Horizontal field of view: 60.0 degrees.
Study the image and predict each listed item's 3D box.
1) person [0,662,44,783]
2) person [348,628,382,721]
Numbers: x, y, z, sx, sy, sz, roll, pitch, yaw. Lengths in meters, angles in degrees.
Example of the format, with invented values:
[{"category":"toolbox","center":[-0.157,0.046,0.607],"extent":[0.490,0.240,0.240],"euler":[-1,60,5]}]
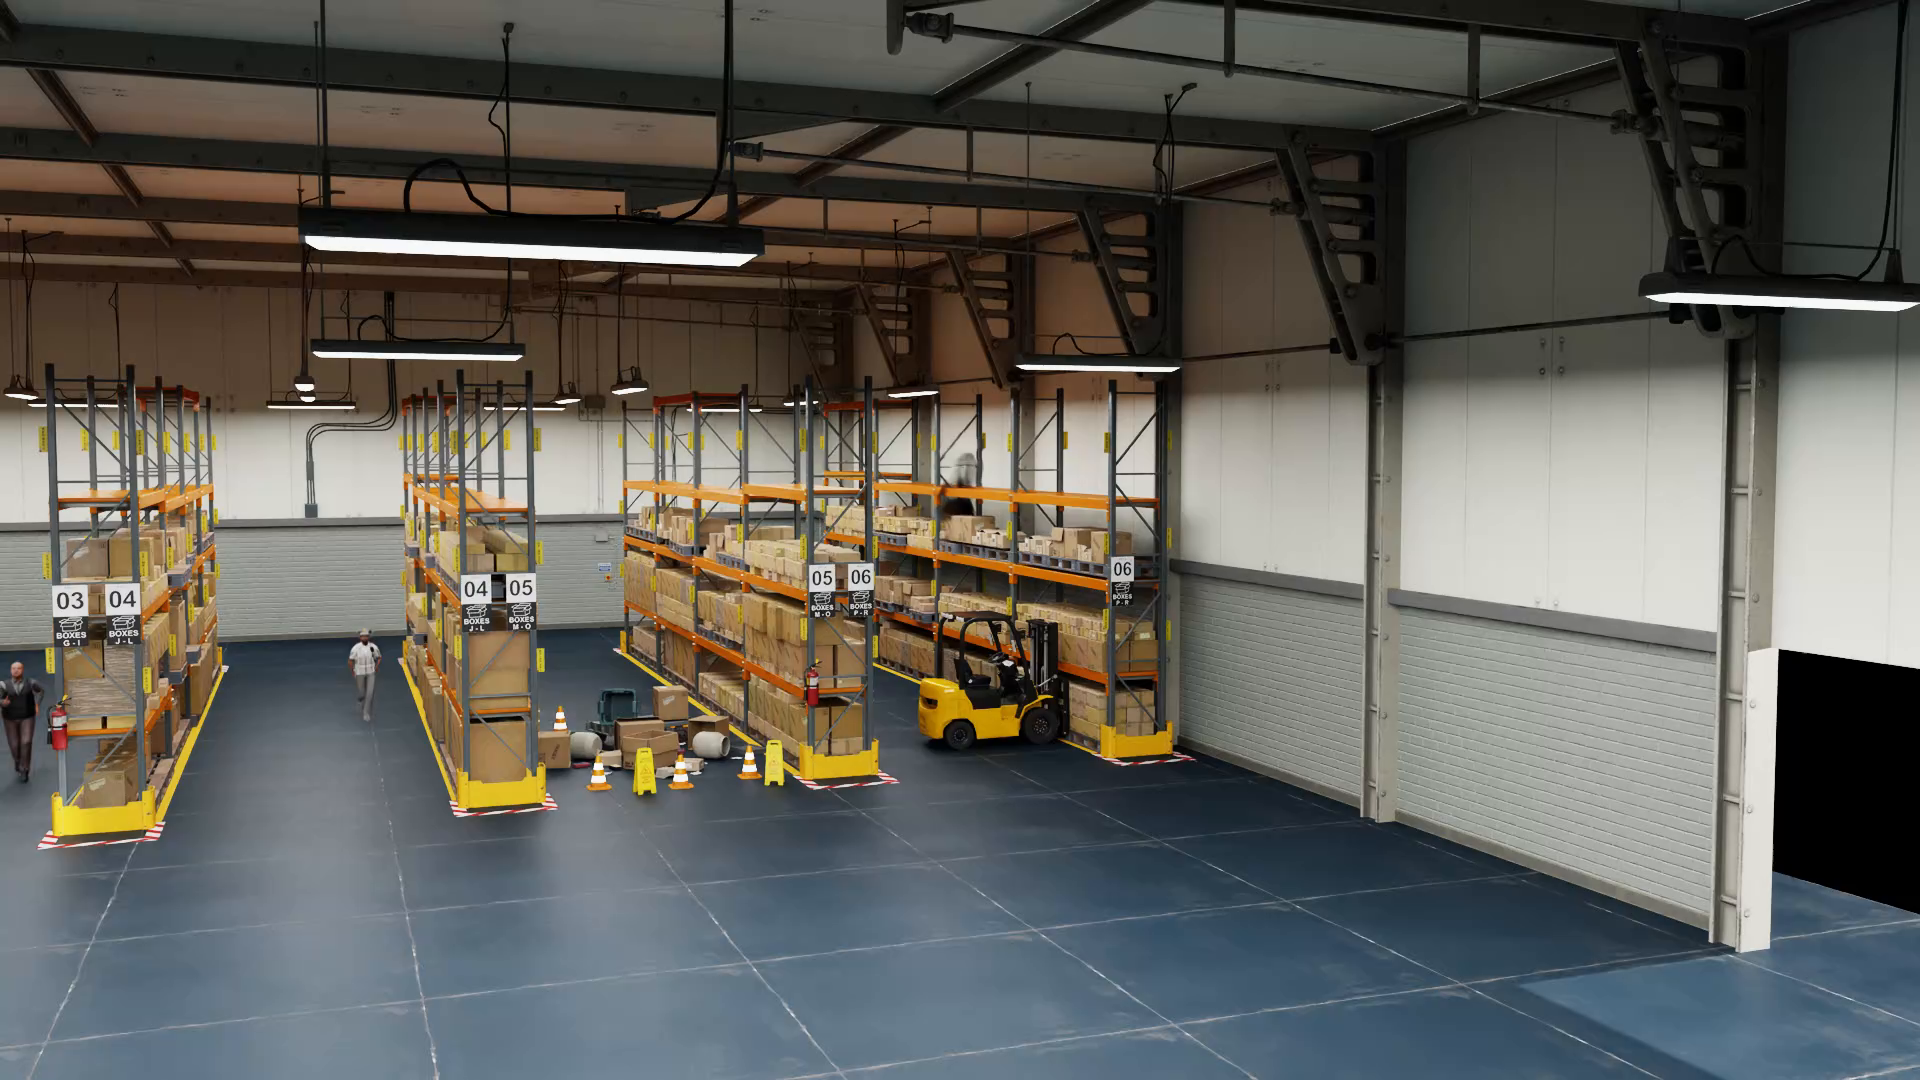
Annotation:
[{"category":"person","center":[-13.965,2.674,24.677],"extent":[0.657,1.724,0.950],"euler":[-2,4,-25]},{"category":"person","center":[-10.792,2.425,30.197],"extent":[0.583,1.660,0.593],"euler":[-2,4,-25]}]
